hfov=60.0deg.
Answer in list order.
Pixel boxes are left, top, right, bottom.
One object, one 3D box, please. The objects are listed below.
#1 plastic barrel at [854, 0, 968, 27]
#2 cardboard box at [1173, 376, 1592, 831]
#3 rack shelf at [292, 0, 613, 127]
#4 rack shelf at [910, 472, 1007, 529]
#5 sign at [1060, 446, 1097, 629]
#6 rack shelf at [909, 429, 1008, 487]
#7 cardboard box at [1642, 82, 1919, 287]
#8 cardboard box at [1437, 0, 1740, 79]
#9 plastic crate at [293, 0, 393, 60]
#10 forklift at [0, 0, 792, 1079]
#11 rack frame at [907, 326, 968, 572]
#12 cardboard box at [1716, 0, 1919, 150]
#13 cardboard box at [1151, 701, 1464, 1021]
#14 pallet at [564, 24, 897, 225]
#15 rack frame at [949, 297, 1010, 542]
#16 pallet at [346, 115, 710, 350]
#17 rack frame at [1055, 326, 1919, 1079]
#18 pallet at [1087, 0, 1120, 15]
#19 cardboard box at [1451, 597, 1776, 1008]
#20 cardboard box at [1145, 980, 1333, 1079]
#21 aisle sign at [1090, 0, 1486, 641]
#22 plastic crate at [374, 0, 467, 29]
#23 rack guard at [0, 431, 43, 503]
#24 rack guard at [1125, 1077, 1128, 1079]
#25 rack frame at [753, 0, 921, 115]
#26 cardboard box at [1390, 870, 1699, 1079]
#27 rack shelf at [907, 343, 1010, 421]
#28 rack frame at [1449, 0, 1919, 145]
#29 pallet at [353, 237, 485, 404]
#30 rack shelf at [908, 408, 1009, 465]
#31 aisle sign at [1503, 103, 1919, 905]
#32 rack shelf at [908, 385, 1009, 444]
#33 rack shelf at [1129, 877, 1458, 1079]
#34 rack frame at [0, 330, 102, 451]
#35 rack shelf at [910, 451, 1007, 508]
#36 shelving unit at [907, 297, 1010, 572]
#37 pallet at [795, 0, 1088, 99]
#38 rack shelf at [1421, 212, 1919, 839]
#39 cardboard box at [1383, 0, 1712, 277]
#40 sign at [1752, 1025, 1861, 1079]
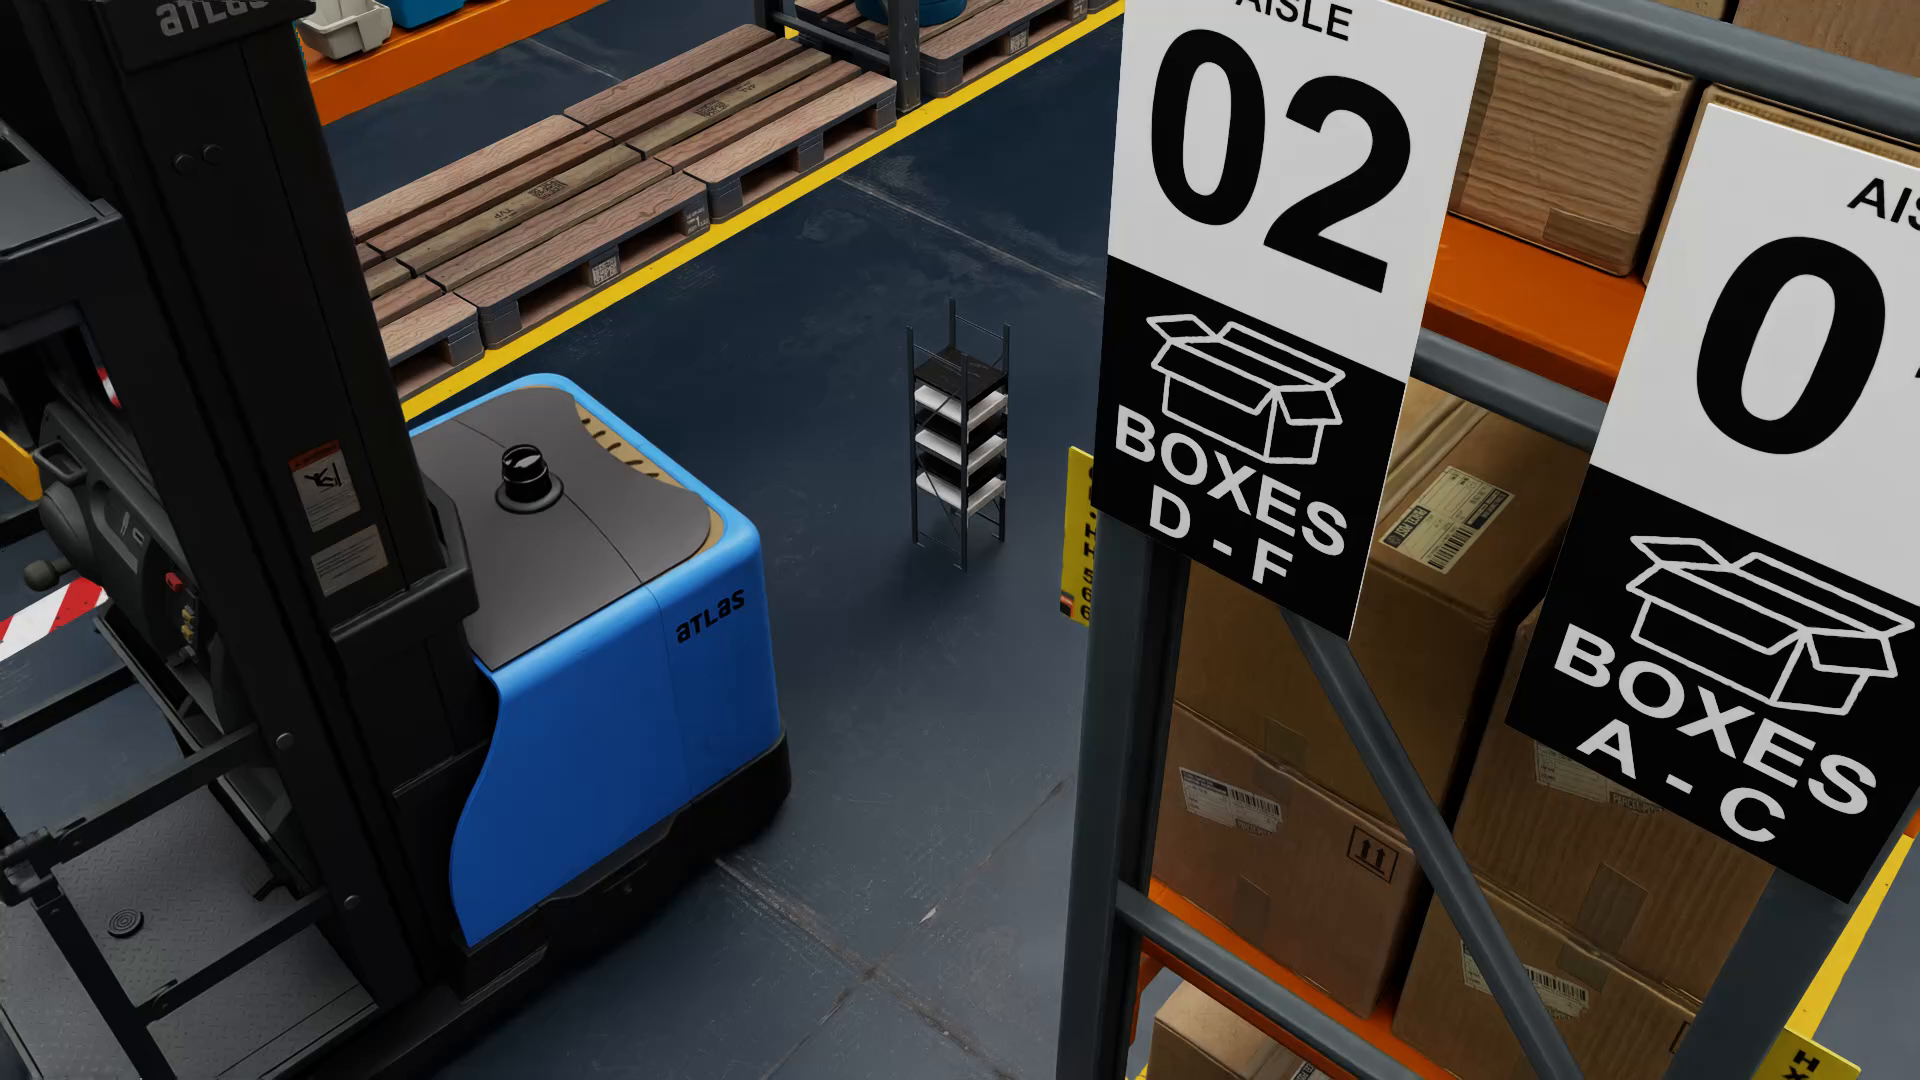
[{"bbox_3d":[-0.247,-3.052,8.124,0.600,0.901,0.708,29,50,28],"label":"plastic barrel"},{"bbox_3d":[0.680,0.051,2.647,0.500,0.500,0.500,29,50,28],"label":"cardboard box"},{"bbox_3d":[-1.897,-2.104,6.369,1.077,0.370,4.000,29,50,28],"label":"rack shelf"},{"bbox_3d":[-0.005,-0.171,5.586,0.258,0.077,0.200,29,50,28],"label":"rack shelf"},{"bbox_3d":[0.192,0.010,2.413,0.100,0.325,0.005,29,50,28],"label":"sign"},{"bbox_3d":[-0.005,-0.304,5.465,0.258,0.077,0.200,29,50,28],"label":"rack shelf"},{"bbox_3d":[1.129,-0.403,1.845,0.500,0.250,0.500,29,50,28],"label":"cardboard box"},{"bbox_3d":[0.740,-0.808,1.919,0.500,0.250,0.500,29,50,28],"label":"cardboard box"},{"bbox_3d":[-2.067,-1.728,5.572,0.250,0.136,0.298,29,50,28],"label":"plastic crate"},{"bbox_3d":[-1.909,0.128,3.431,3.031,2.935,1.130,-32,51,-31],"label":"forklift"},{"bbox_3d":[-0.071,-0.276,5.385,0.240,0.900,0.006,29,50,28],"label":"rack frame"},{"bbox_3d":[1.134,-0.585,1.674,0.500,0.250,0.500,29,50,28],"label":"cardboard box"},{"bbox_3d":[0.684,0.421,2.983,0.500,0.500,0.500,31,51,30],"label":"cardboard box"},{"bbox_3d":[-1.054,-1.973,7.763,1.003,0.211,1.213,29,50,28],"label":"pallet"},{"bbox_3d":[0.060,-0.381,5.500,0.240,0.900,0.006,29,50,28],"label":"rack frame"},{"bbox_3d":[-1.839,-1.342,7.069,1.003,0.211,1.213,29,50,28],"label":"pallet"},{"bbox_3d":[0.604,0.806,2.634,1.000,3.000,0.127,29,50,28],"label":"rack frame"},{"bbox_3d":[0.703,-3.378,9.309,1.003,0.211,1.213,29,50,28],"label":"pallet"},{"bbox_3d":[1.092,0.285,2.389,0.500,0.500,0.500,31,51,30],"label":"cardboard box"},{"bbox_3d":[0.766,1.182,3.752,0.500,0.500,0.500,29,50,28],"label":"cardboard box"},{"bbox_3d":[0.326,-0.253,1.866,0.394,0.787,0.004,29,50,28],"label":"aisle sign"},{"bbox_3d":[-1.926,-1.963,5.759,0.416,0.233,0.300,29,50,28],"label":"plastic crate"},{"bbox_3d":[-3.190,-0.397,5.815,1.175,0.500,0.348,29,50,28],"label":"rack guard"},{"bbox_3d":[0.653,1.692,3.518,1.175,0.500,0.348,29,50,28],"label":"rack guard"},{"bbox_3d":[-0.610,-3.400,7.260,1.000,3.000,0.127,29,50,28],"label":"rack frame"},{"bbox_3d":[1.092,0.655,2.726,0.500,0.500,0.500,31,50,29],"label":"cardboard box"},{"bbox_3d":[-0.005,-0.504,5.283,0.258,0.077,0.200,29,50,28],"label":"rack shelf"},{"bbox_3d":[0.604,-1.413,0.615,1.000,3.000,0.127,29,50,28],"label":"rack frame"},{"bbox_3d":[-2.624,-0.716,6.381,1.003,0.211,1.213,29,50,28],"label":"pallet"},{"bbox_3d":[-0.005,-0.371,5.405,0.258,0.077,0.200,29,50,28],"label":"rack shelf"},{"bbox_3d":[0.785,0.007,1.581,0.394,0.787,0.004,29,50,28],"label":"aisle sign"},{"bbox_3d":[-0.005,-0.437,5.344,0.258,0.077,0.200,29,50,28],"label":"rack shelf"},{"bbox_3d":[1.891,0.043,4.008,1.077,0.370,4.000,29,50,28],"label":"rack shelf"},{"bbox_3d":[-3.185,-1.340,4.994,1.000,3.000,0.127,29,50,28],"label":"rack frame"},{"bbox_3d":[-0.005,-0.238,5.526,0.258,0.077,0.200,29,50,28],"label":"rack shelf"},{"bbox_3d":[-0.005,-0.329,5.443,0.258,0.900,0.210,29,50,28],"label":"shelving unit"},{"bbox_3d":[-0.082,-2.747,8.615,1.003,0.211,1.213,29,50,28],"label":"pallet"},{"bbox_3d":[1.891,-1.067,2.999,1.077,0.370,4.000,29,50,28],"label":"rack shelf"},{"bbox_3d":[0.733,-0.627,2.091,0.500,0.250,0.500,29,50,28],"label":"cardboard box"},{"bbox_3d":[1.020,0.721,2.084,0.100,0.325,0.005,29,50,28],"label":"sign"}]
